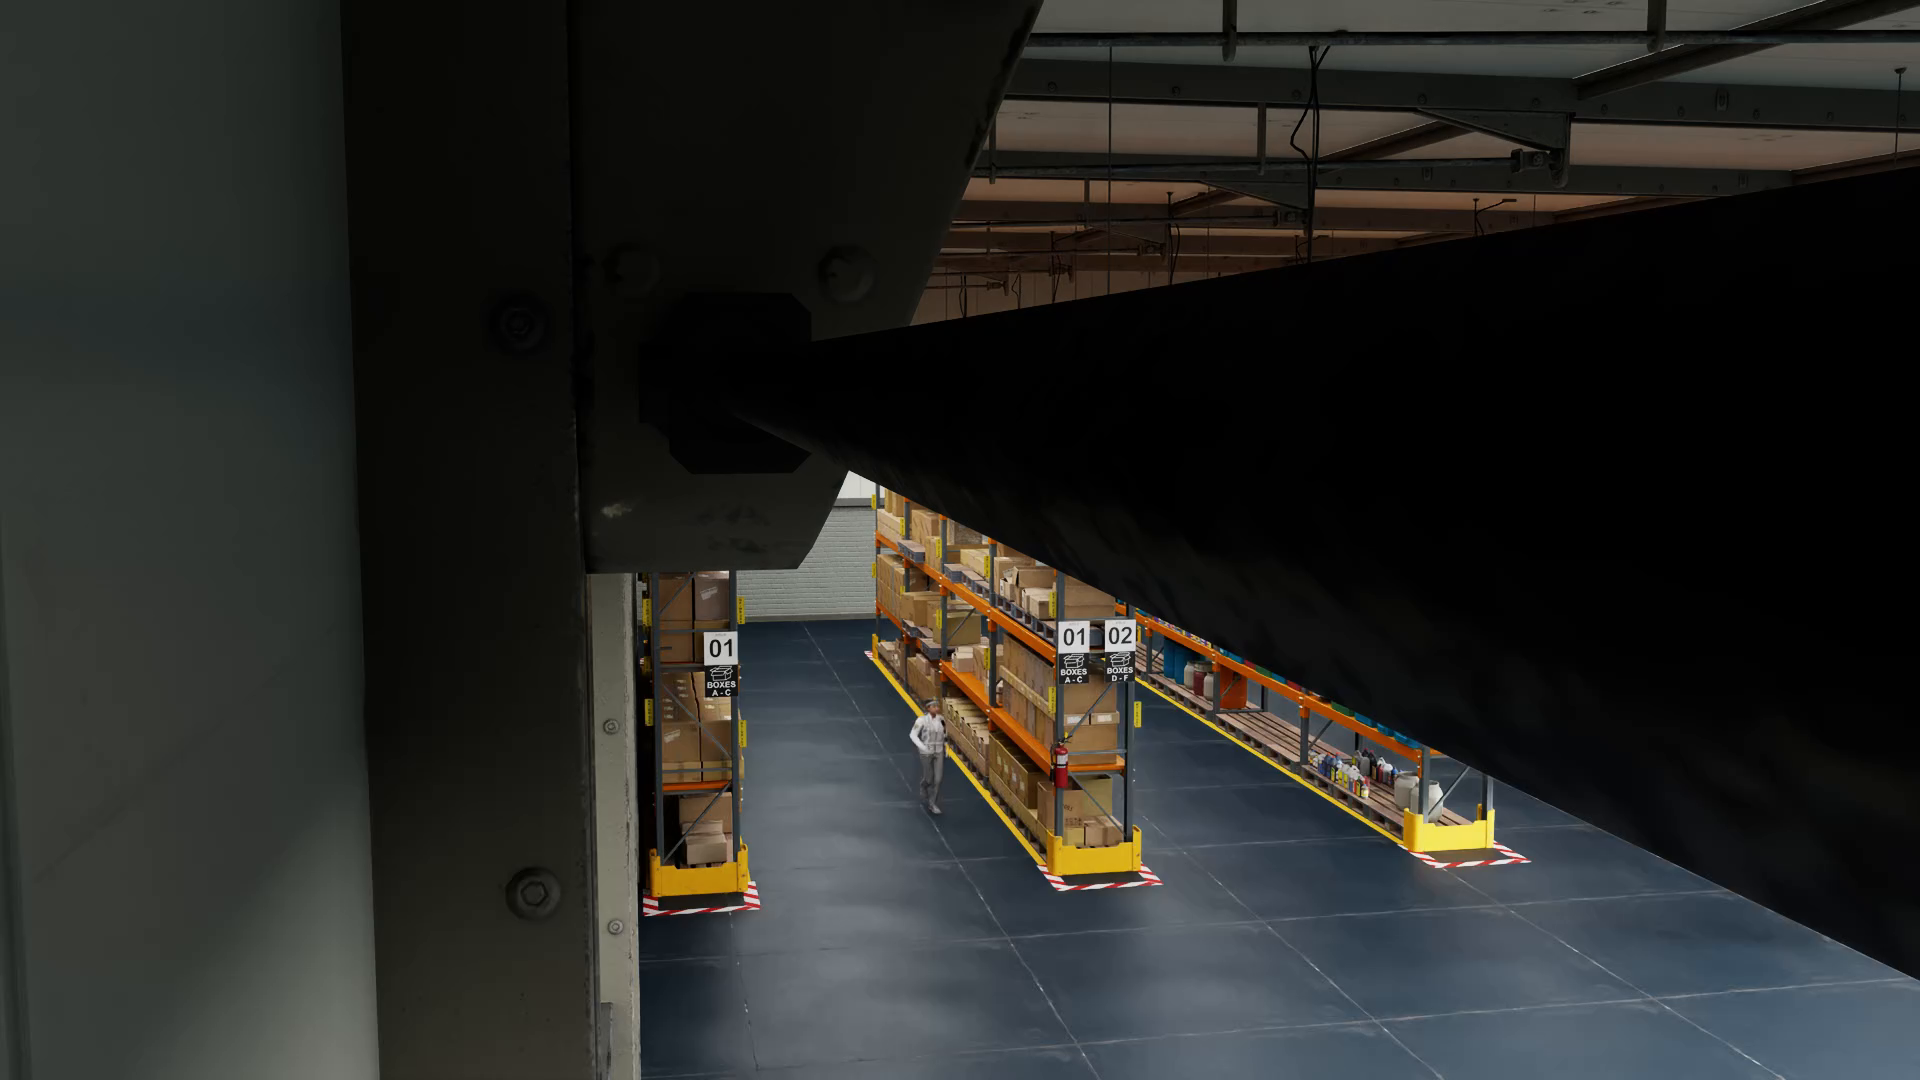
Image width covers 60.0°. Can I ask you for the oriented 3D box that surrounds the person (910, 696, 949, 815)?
[{"bbox_3d":[-0.426,3.061,23.906,0.615,1.682,0.626,-3,6,-24],"label":"person"}]
